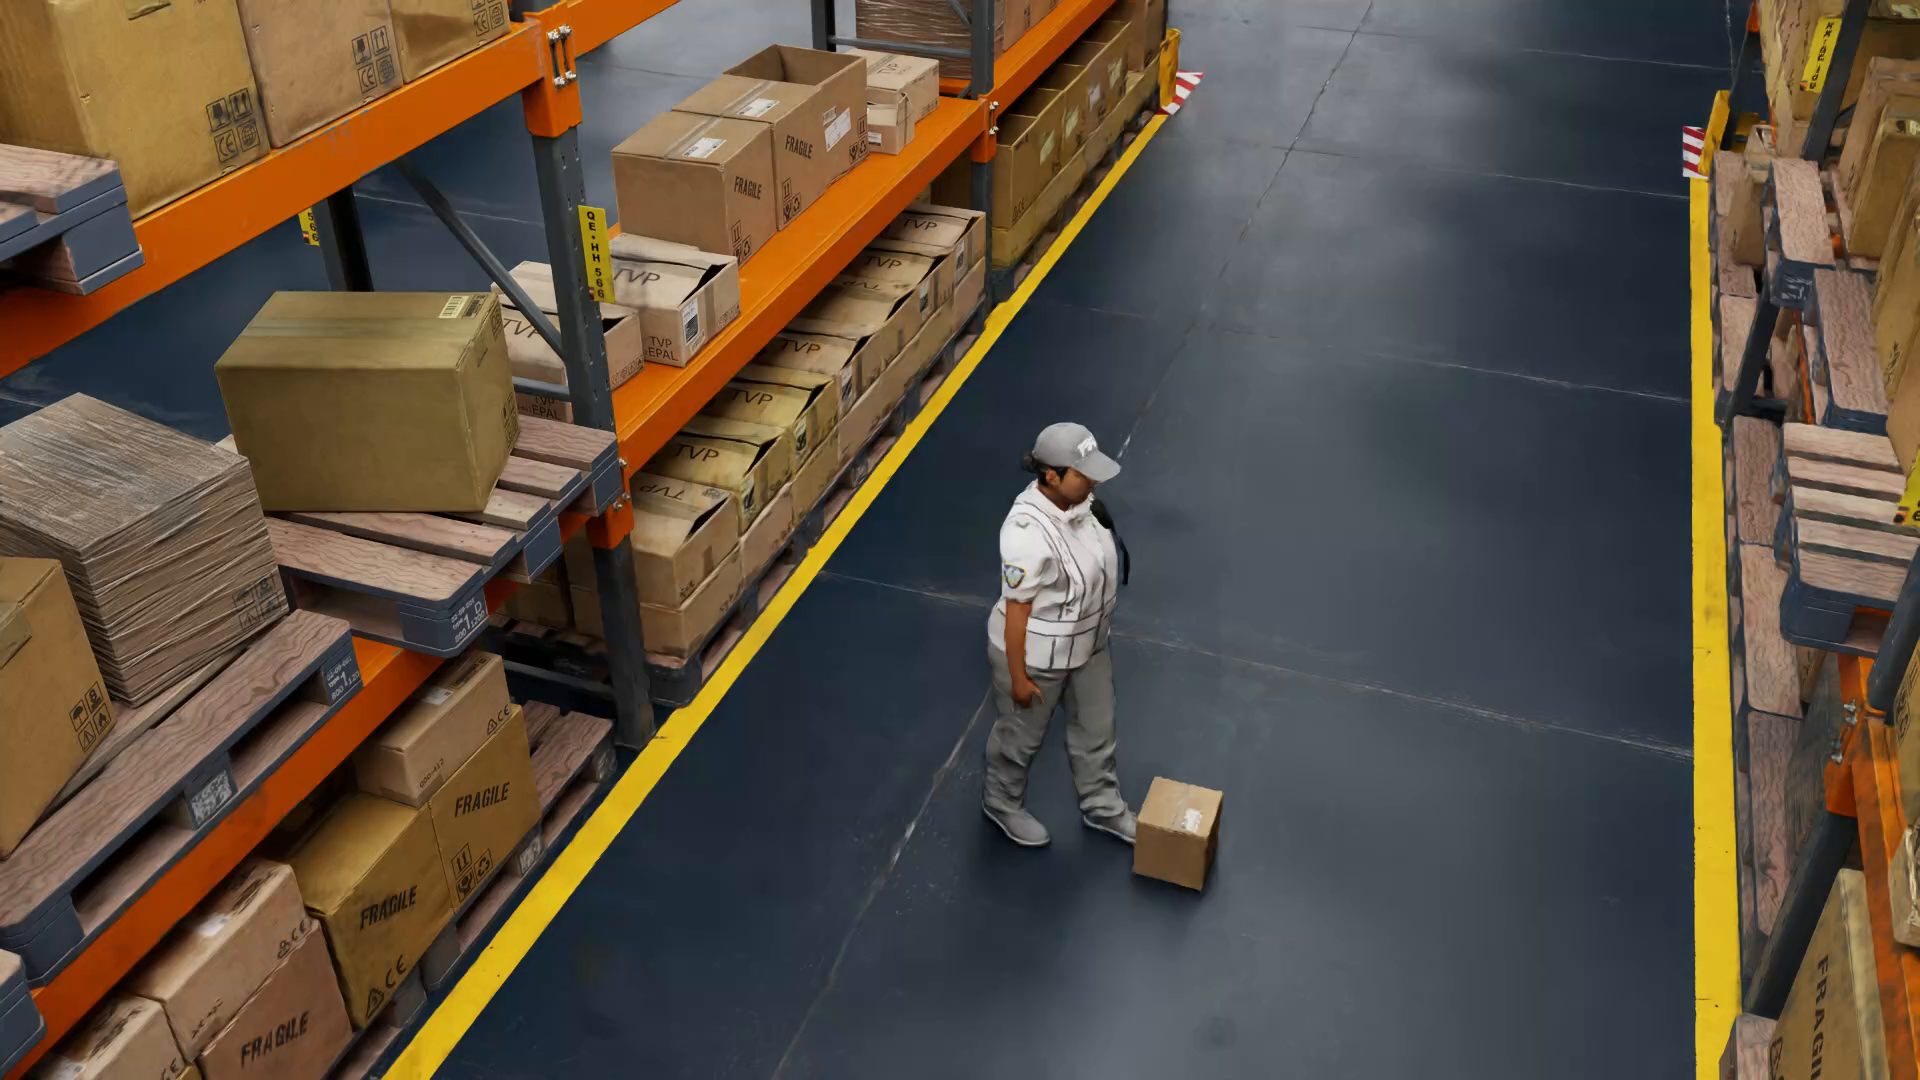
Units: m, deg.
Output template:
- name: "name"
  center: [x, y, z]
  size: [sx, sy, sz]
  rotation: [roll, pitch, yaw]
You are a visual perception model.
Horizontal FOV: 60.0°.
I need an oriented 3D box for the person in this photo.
- name: "person"
  center: [0.377, 0.373, 5.555]
  size: [0.628, 1.656, 0.486]
  rotation: [21, 39, 28]
